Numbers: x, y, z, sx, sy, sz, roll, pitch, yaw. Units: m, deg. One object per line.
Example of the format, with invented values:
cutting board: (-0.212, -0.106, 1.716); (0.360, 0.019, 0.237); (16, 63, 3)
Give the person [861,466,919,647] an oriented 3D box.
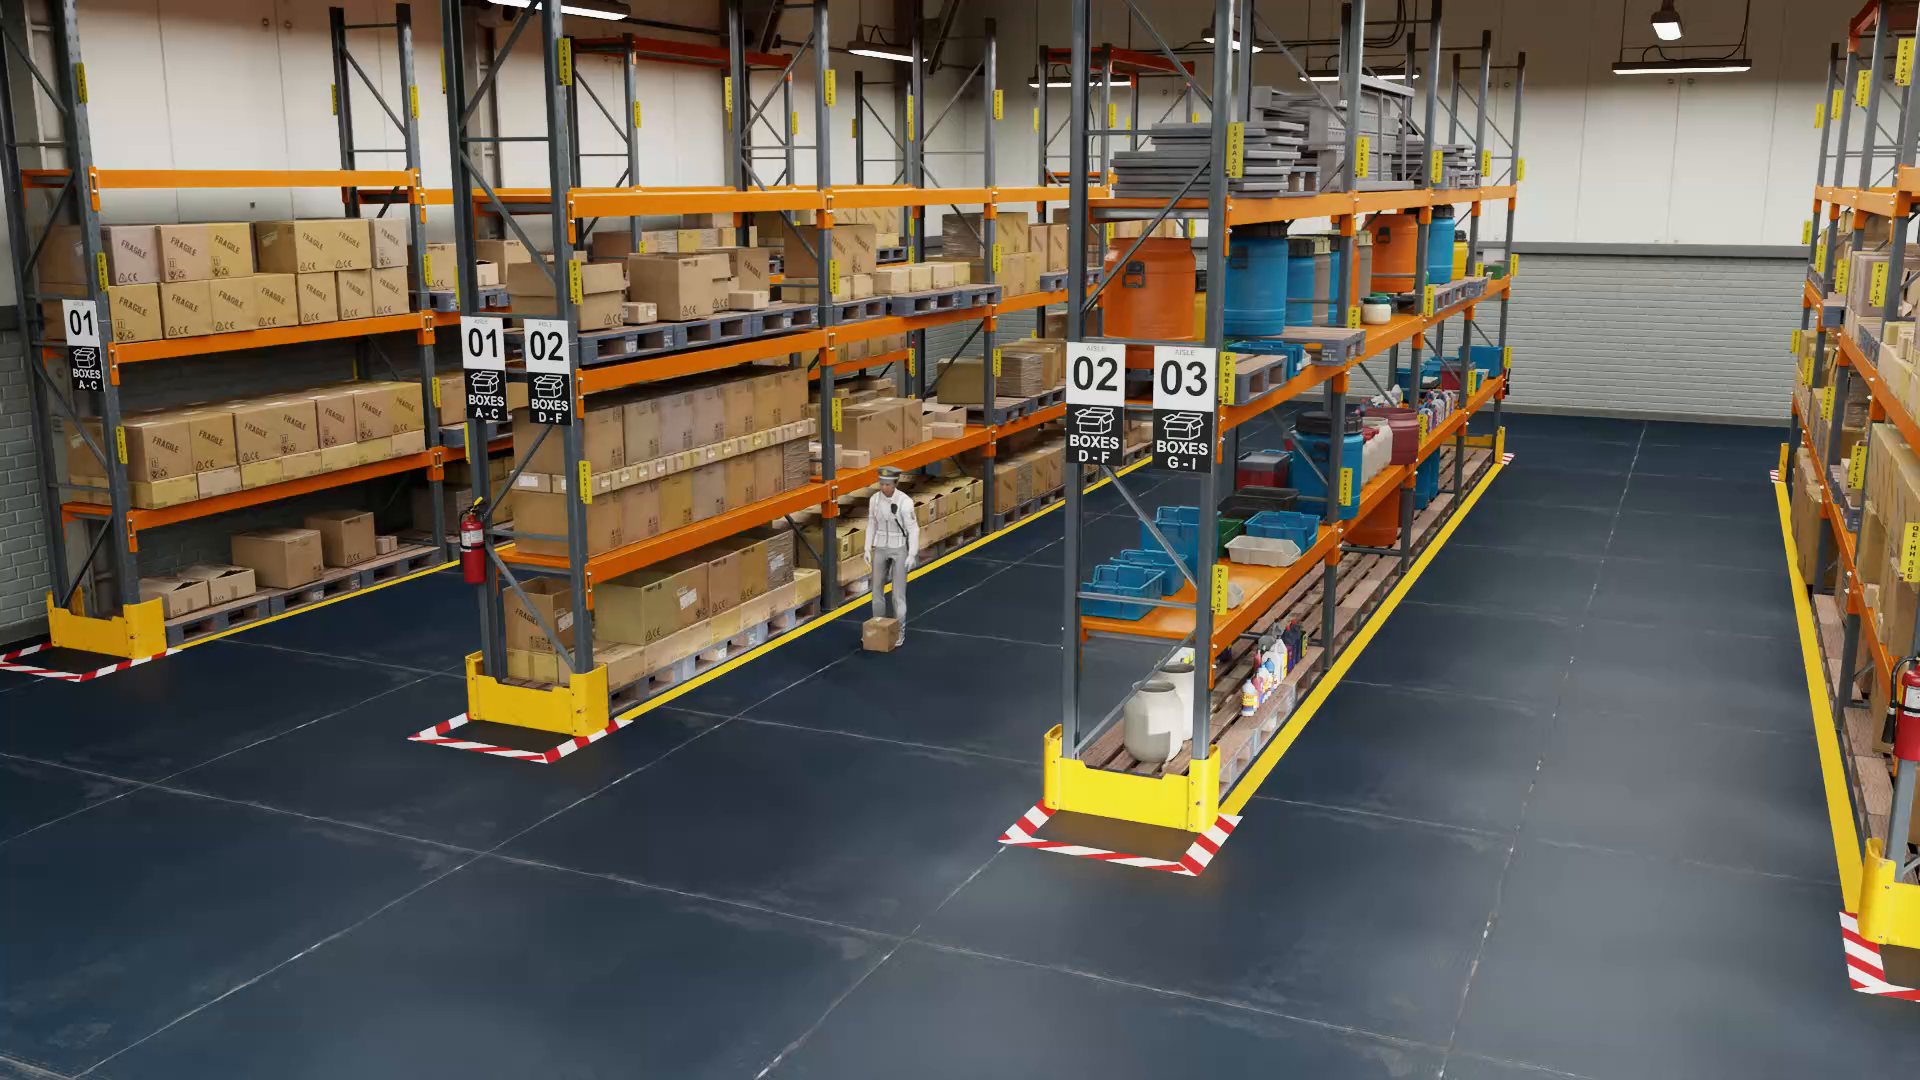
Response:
person: (-0.644, 0.133, 15.350); (0.531, 1.663, 0.404); (5, 13, 23)
